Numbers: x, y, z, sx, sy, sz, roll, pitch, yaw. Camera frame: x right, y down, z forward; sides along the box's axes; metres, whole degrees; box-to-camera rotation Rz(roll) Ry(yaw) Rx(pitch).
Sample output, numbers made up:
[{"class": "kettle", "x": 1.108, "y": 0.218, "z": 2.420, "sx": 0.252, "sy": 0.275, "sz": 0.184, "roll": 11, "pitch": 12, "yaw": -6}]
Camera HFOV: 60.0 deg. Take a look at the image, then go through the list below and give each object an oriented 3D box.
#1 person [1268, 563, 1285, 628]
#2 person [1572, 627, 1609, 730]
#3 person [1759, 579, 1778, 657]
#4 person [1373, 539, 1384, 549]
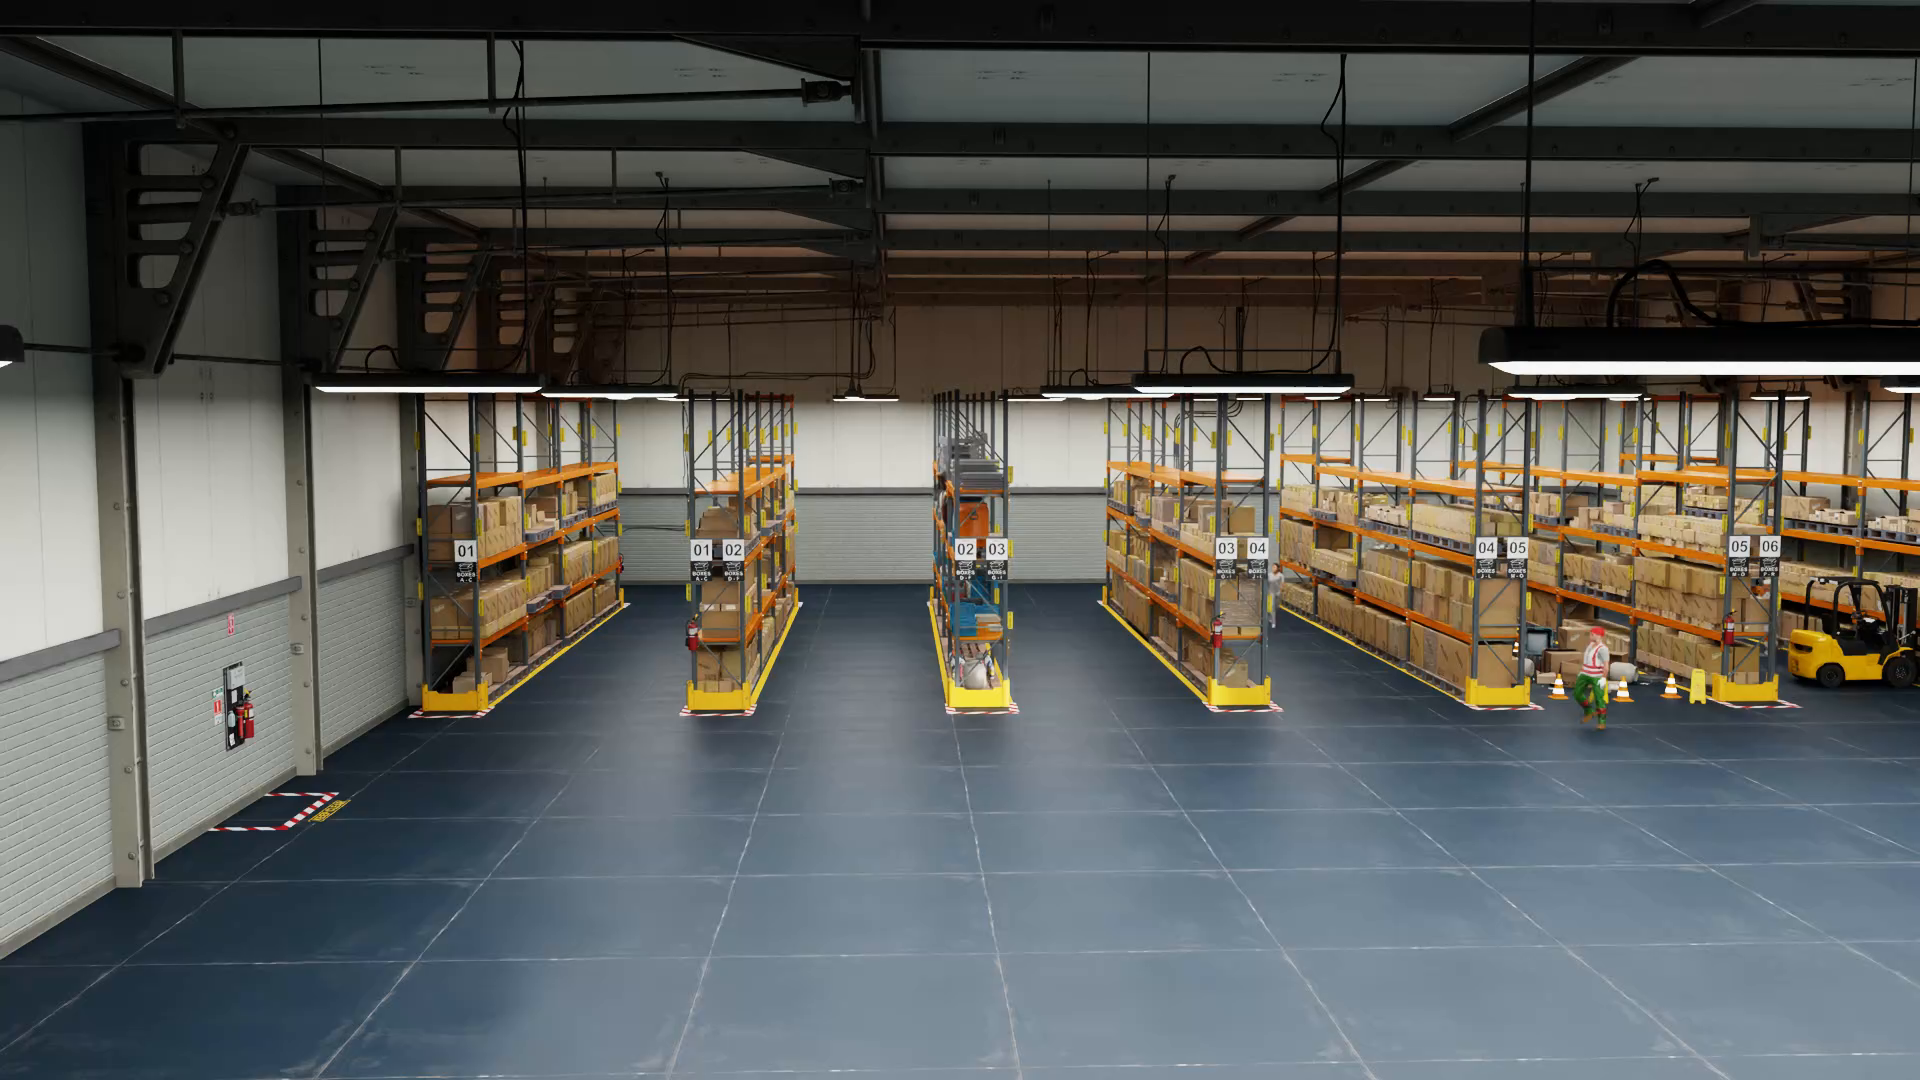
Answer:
[{"class": "person", "x": 8.157, "y": 1.422, "z": 42.976, "sx": 0.443, "sy": 1.672, "sz": 0.932, "roll": 0, "pitch": 5, "yaw": -1}, {"class": "person", "x": 11.203, "y": 2.417, "z": 29.401, "sx": 0.422, "sy": 1.789, "sz": 0.653, "roll": -3, "pitch": 5, "yaw": -30}, {"class": "person", "x": 18.193, "y": 1.757, "z": 37.565, "sx": 0.605, "sy": 1.784, "sz": 0.481, "roll": -4, "pitch": 6, "yaw": -43}, {"class": "person", "x": 12.718, "y": 0.758, "z": 50.562, "sx": 0.514, "sy": 1.716, "sz": 0.481, "roll": -2, "pitch": 5, "yaw": -25}]
